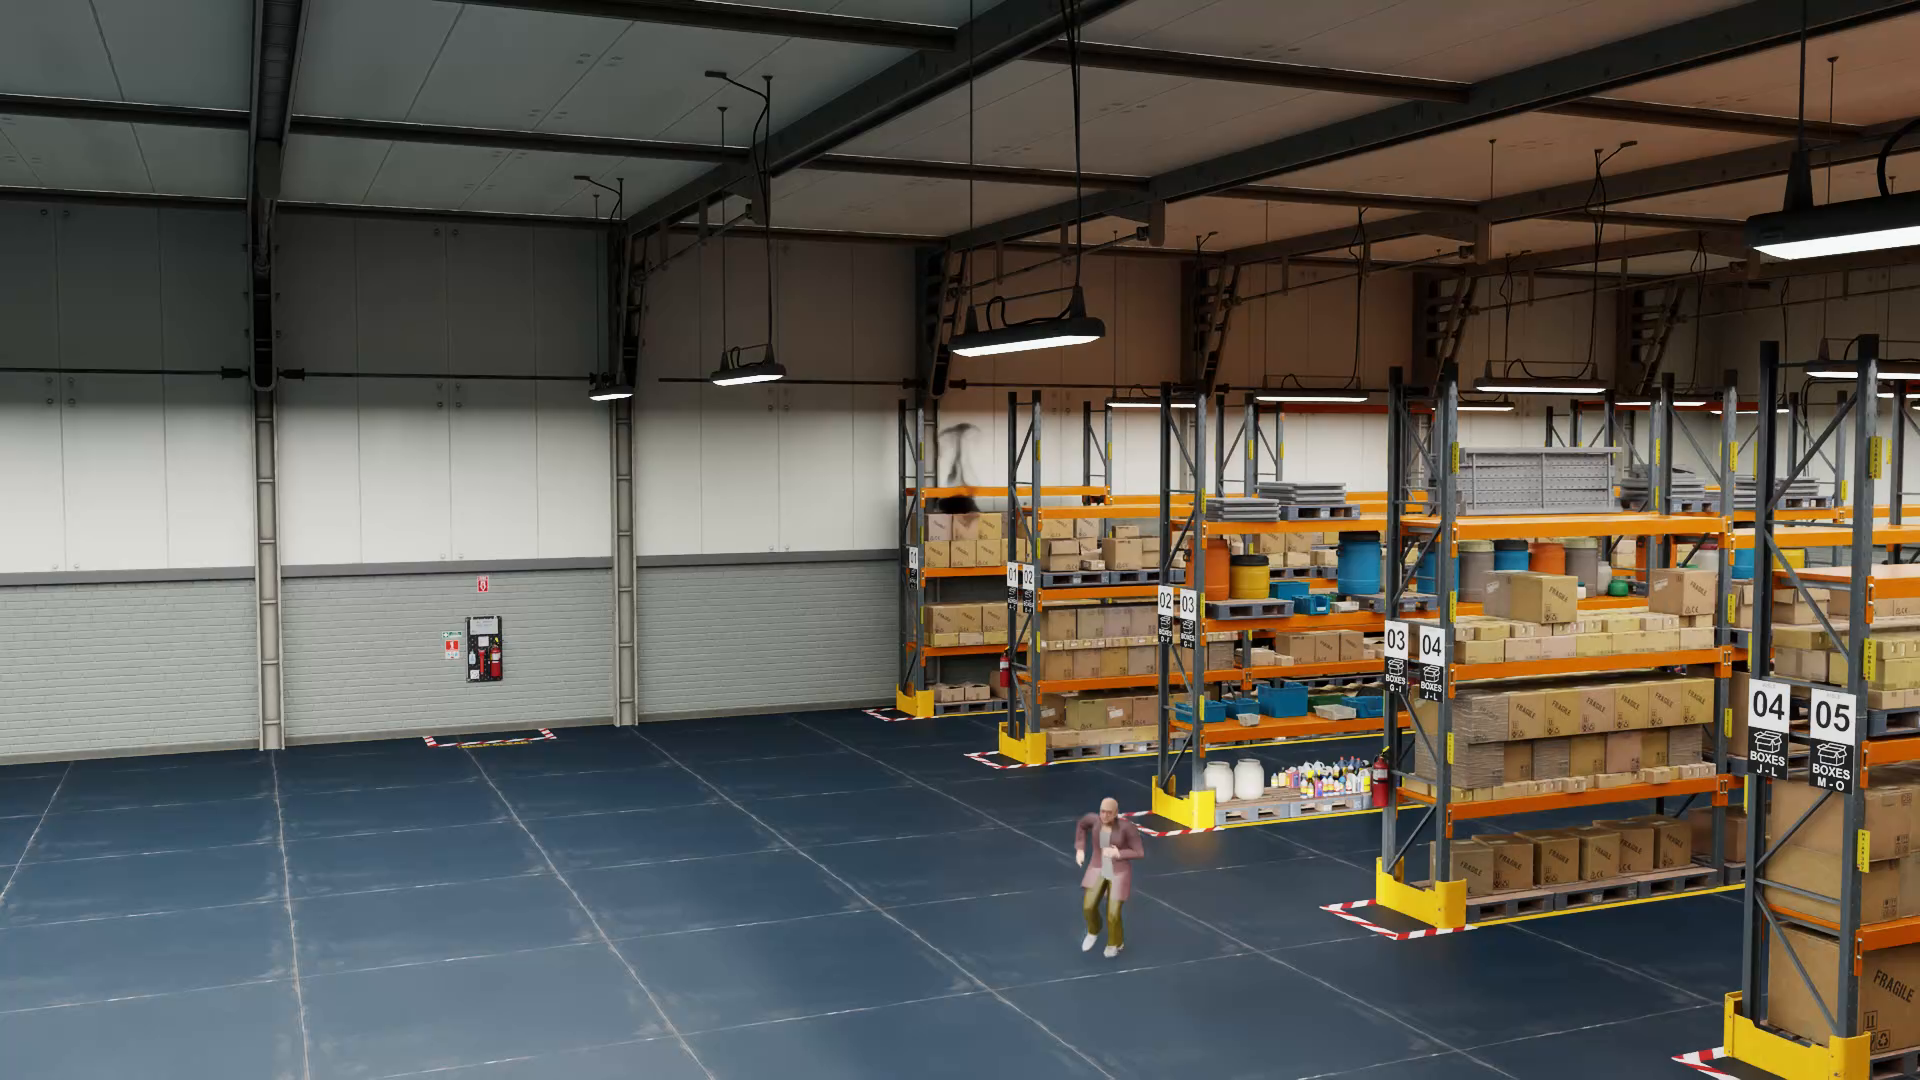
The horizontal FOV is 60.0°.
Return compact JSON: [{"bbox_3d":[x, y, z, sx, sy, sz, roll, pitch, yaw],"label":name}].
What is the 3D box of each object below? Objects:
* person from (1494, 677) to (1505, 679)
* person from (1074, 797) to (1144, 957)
[{"bbox_3d":[9.164,2.717,28.076,0.662,1.592,0.505,-3,4,-38],"label":"person"},{"bbox_3d":[1.472,3.385,16.665,0.797,1.693,0.774,1,4,18],"label":"person"}]
